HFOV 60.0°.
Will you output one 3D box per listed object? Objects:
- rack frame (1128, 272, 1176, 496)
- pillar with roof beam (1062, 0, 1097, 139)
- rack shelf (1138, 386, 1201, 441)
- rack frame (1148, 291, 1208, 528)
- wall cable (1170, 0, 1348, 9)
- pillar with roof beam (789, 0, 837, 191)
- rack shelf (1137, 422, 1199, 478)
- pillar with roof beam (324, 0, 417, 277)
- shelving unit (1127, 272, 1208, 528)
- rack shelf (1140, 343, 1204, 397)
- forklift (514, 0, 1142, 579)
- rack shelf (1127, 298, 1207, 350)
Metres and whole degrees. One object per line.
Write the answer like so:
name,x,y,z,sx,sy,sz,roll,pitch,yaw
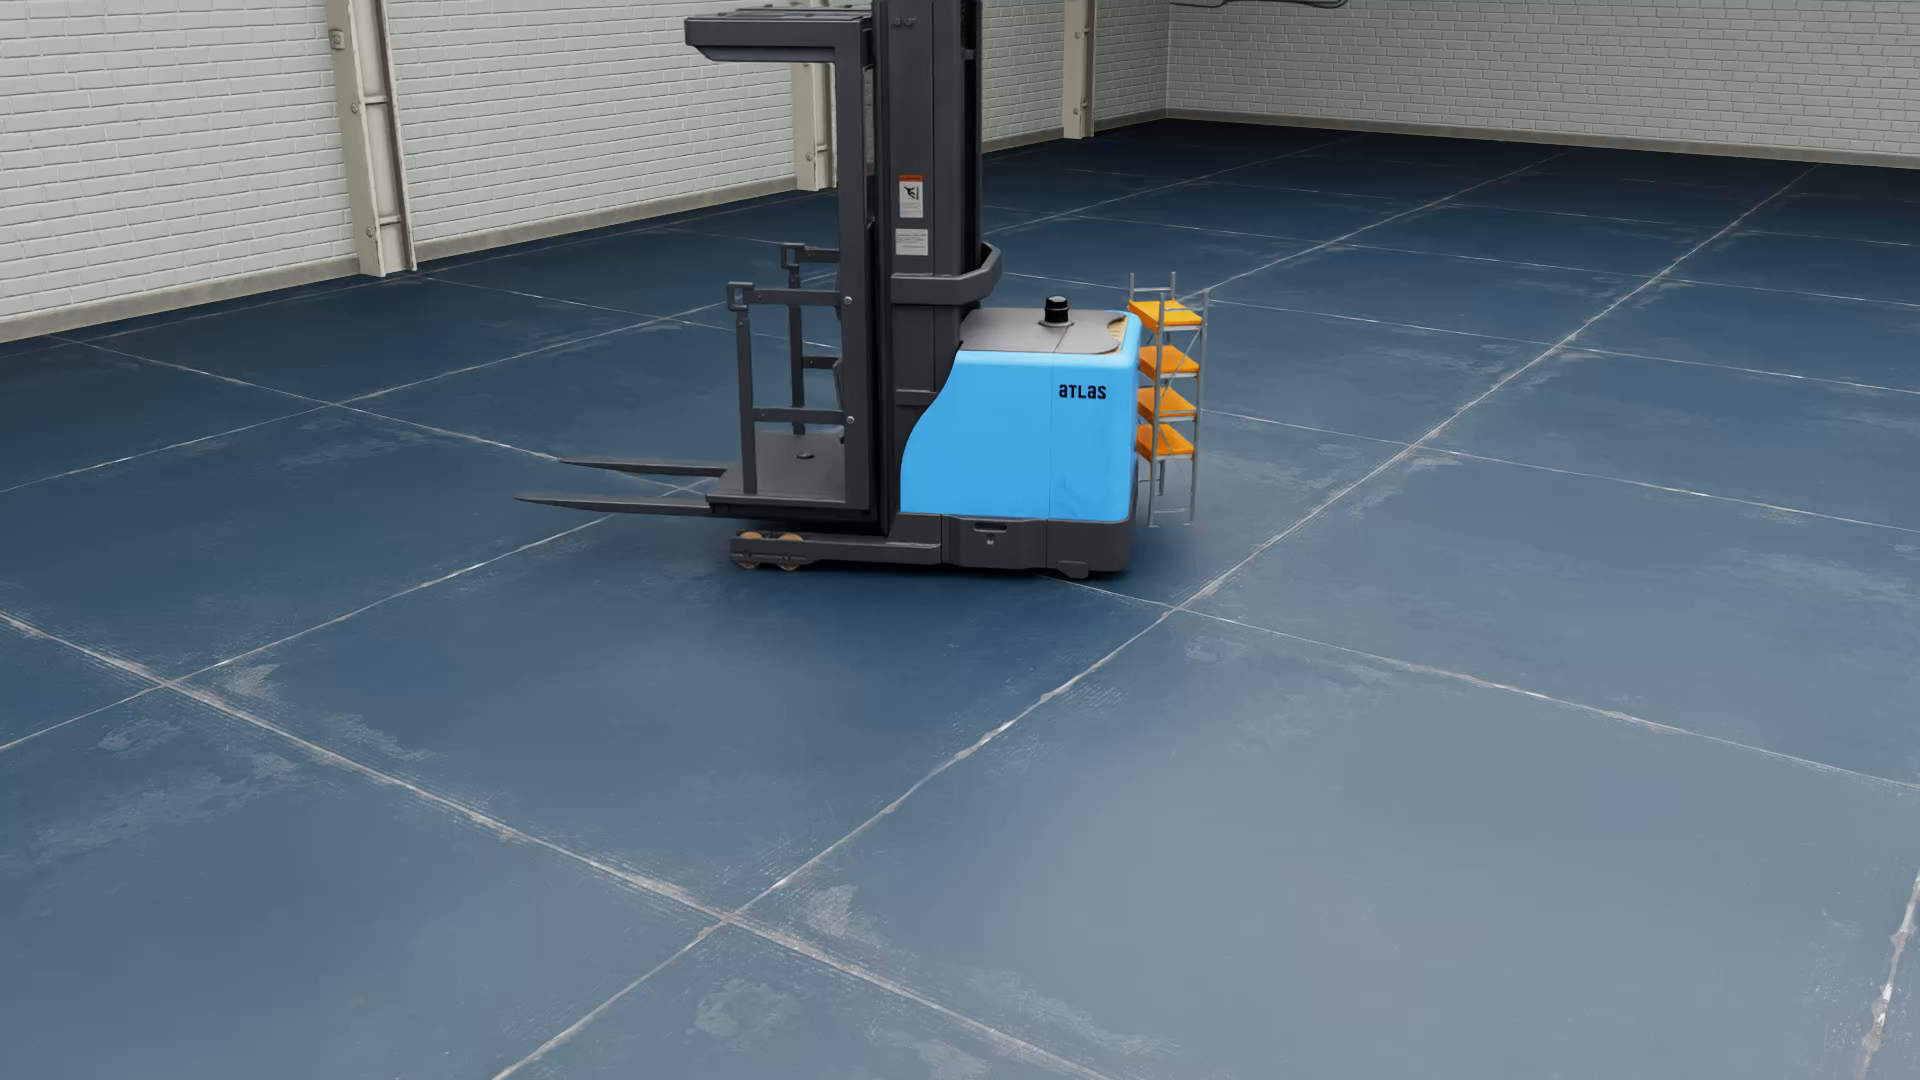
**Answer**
rack frame,0.978,-0.799,8.692,0.240,1.200,0.015,-4,21,-11
pillar with roof beam,5.259,-9.195,20.153,9.100,9.000,0.400,13,24,32
rack shelf,1.028,-0.653,8.491,0.258,0.148,0.480,-4,21,-11
rack frame,1.078,-0.633,8.244,0.240,1.200,0.015,-4,21,-11
wall cable,4.448,-9.166,24.550,3.097,2.526,0.112,13,24,32
pillar with roof beam,1.886,-7.474,15.499,9.100,9.000,0.400,13,24,32
rack shelf,1.026,-0.467,8.560,0.258,0.148,0.480,-4,21,-11
pillar with roof beam,-1.487,-5.752,10.845,9.100,9.000,0.400,13,24,32
shelving unit,1.028,-0.716,8.468,0.258,1.200,0.503,-4,21,-11
rack shelf,1.030,-0.863,8.414,0.258,0.148,0.480,-4,21,-11
forklift,-0.651,-1.412,7.856,3.031,2.935,1.130,3,20,8
rack shelf,1.032,-1.085,8.332,0.258,0.148,0.480,-4,21,-11
